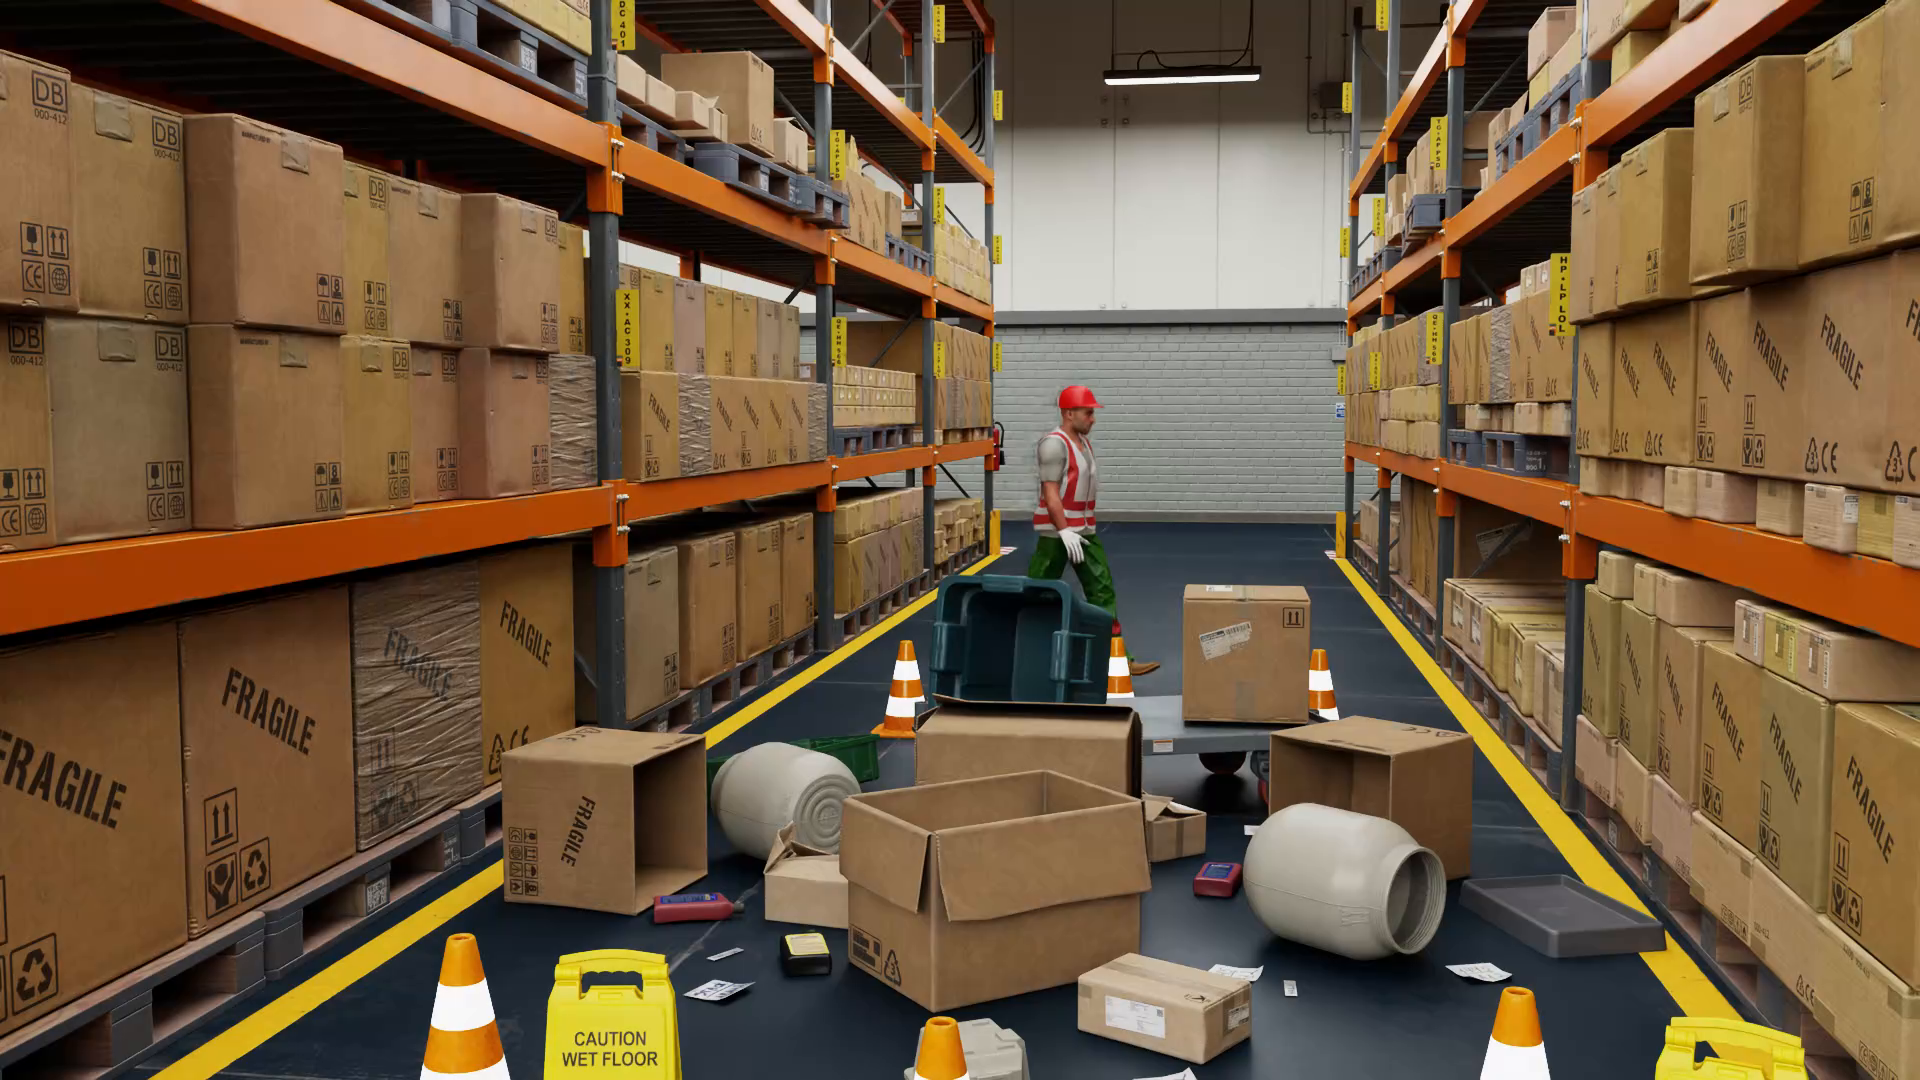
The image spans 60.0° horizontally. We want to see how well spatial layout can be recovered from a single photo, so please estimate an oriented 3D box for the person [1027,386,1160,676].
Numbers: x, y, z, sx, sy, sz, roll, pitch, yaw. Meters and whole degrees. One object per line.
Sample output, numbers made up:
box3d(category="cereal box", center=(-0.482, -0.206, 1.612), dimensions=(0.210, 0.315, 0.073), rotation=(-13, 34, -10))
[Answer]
box3d(category="person", center=(0.689, -0.035, 9.826), dimensions=(0.974, 1.747, 0.543), rotation=(4, 6, 39))
